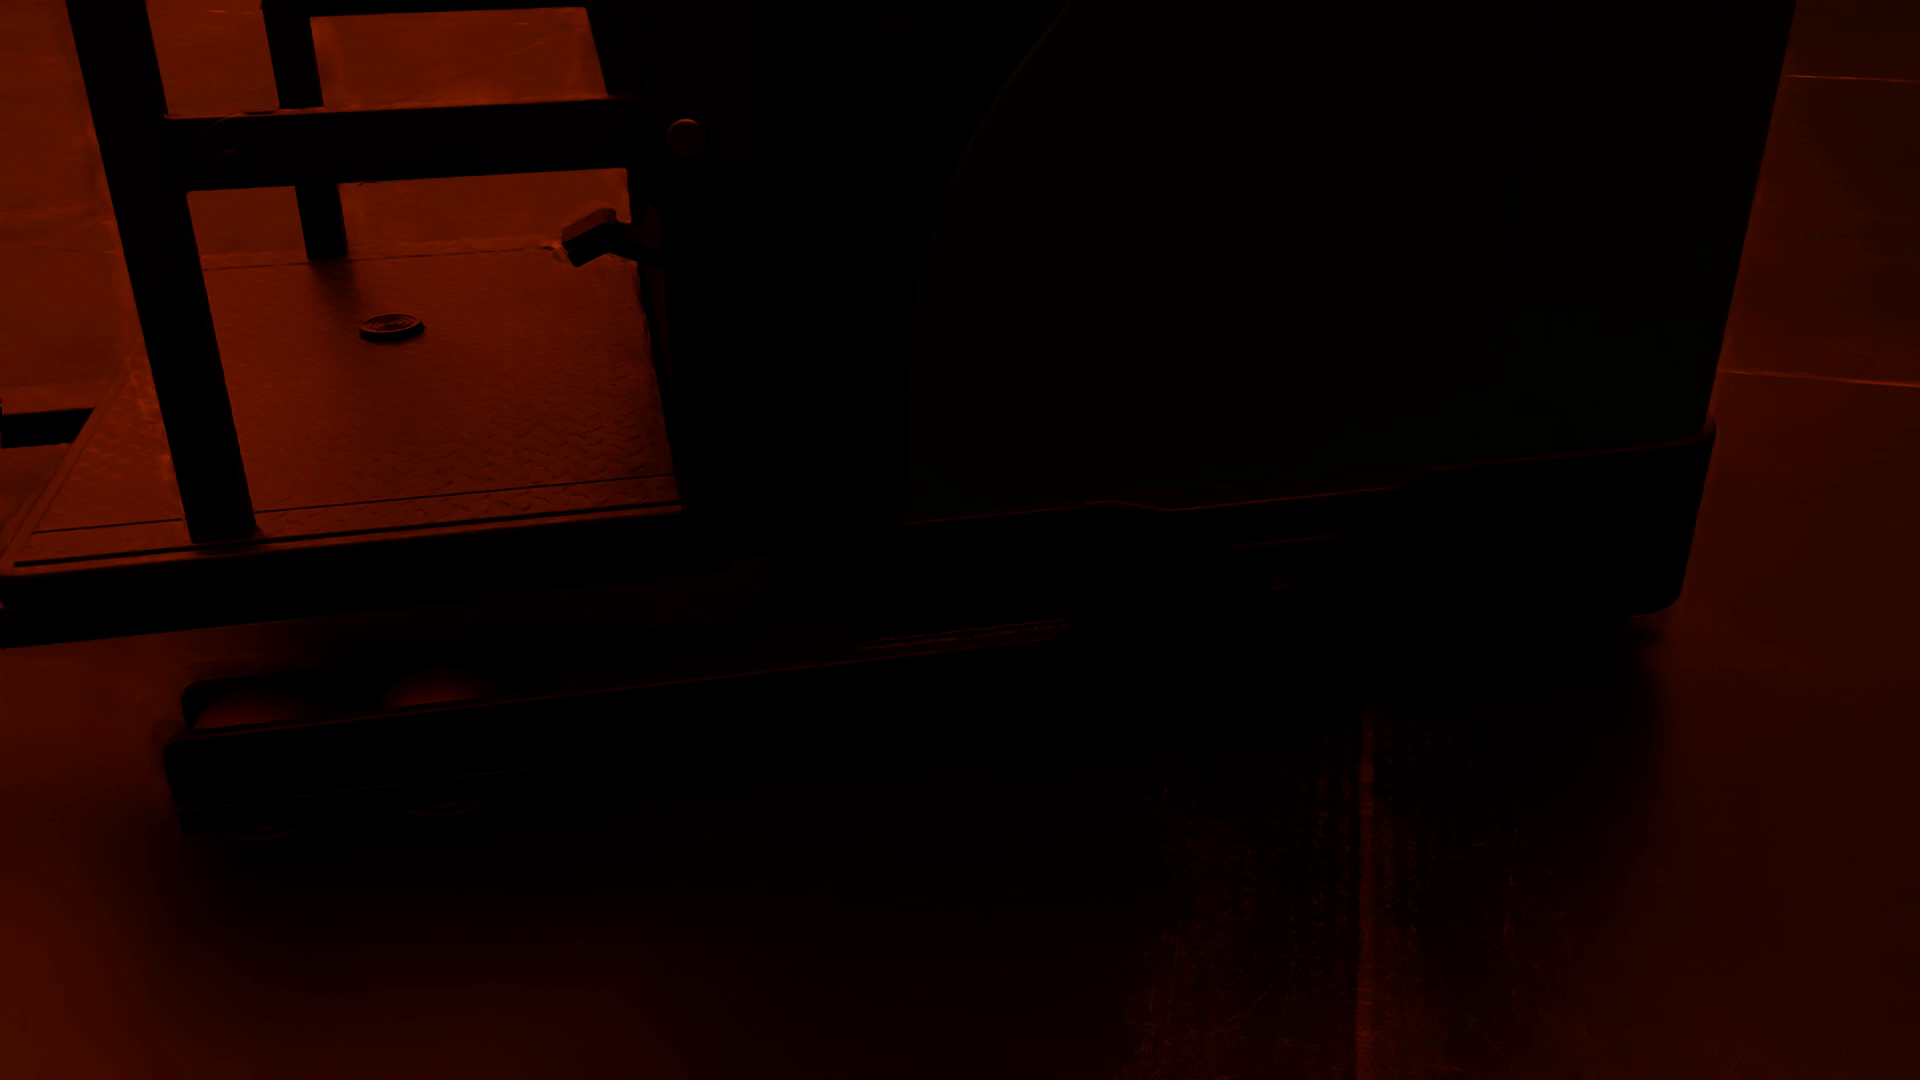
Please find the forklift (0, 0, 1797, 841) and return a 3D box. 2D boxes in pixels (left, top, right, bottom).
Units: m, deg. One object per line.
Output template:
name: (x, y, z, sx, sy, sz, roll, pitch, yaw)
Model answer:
forklift: (-0.610, -1.237, 1.698, 3.031, 2.935, 1.130, -6, 27, -11)
